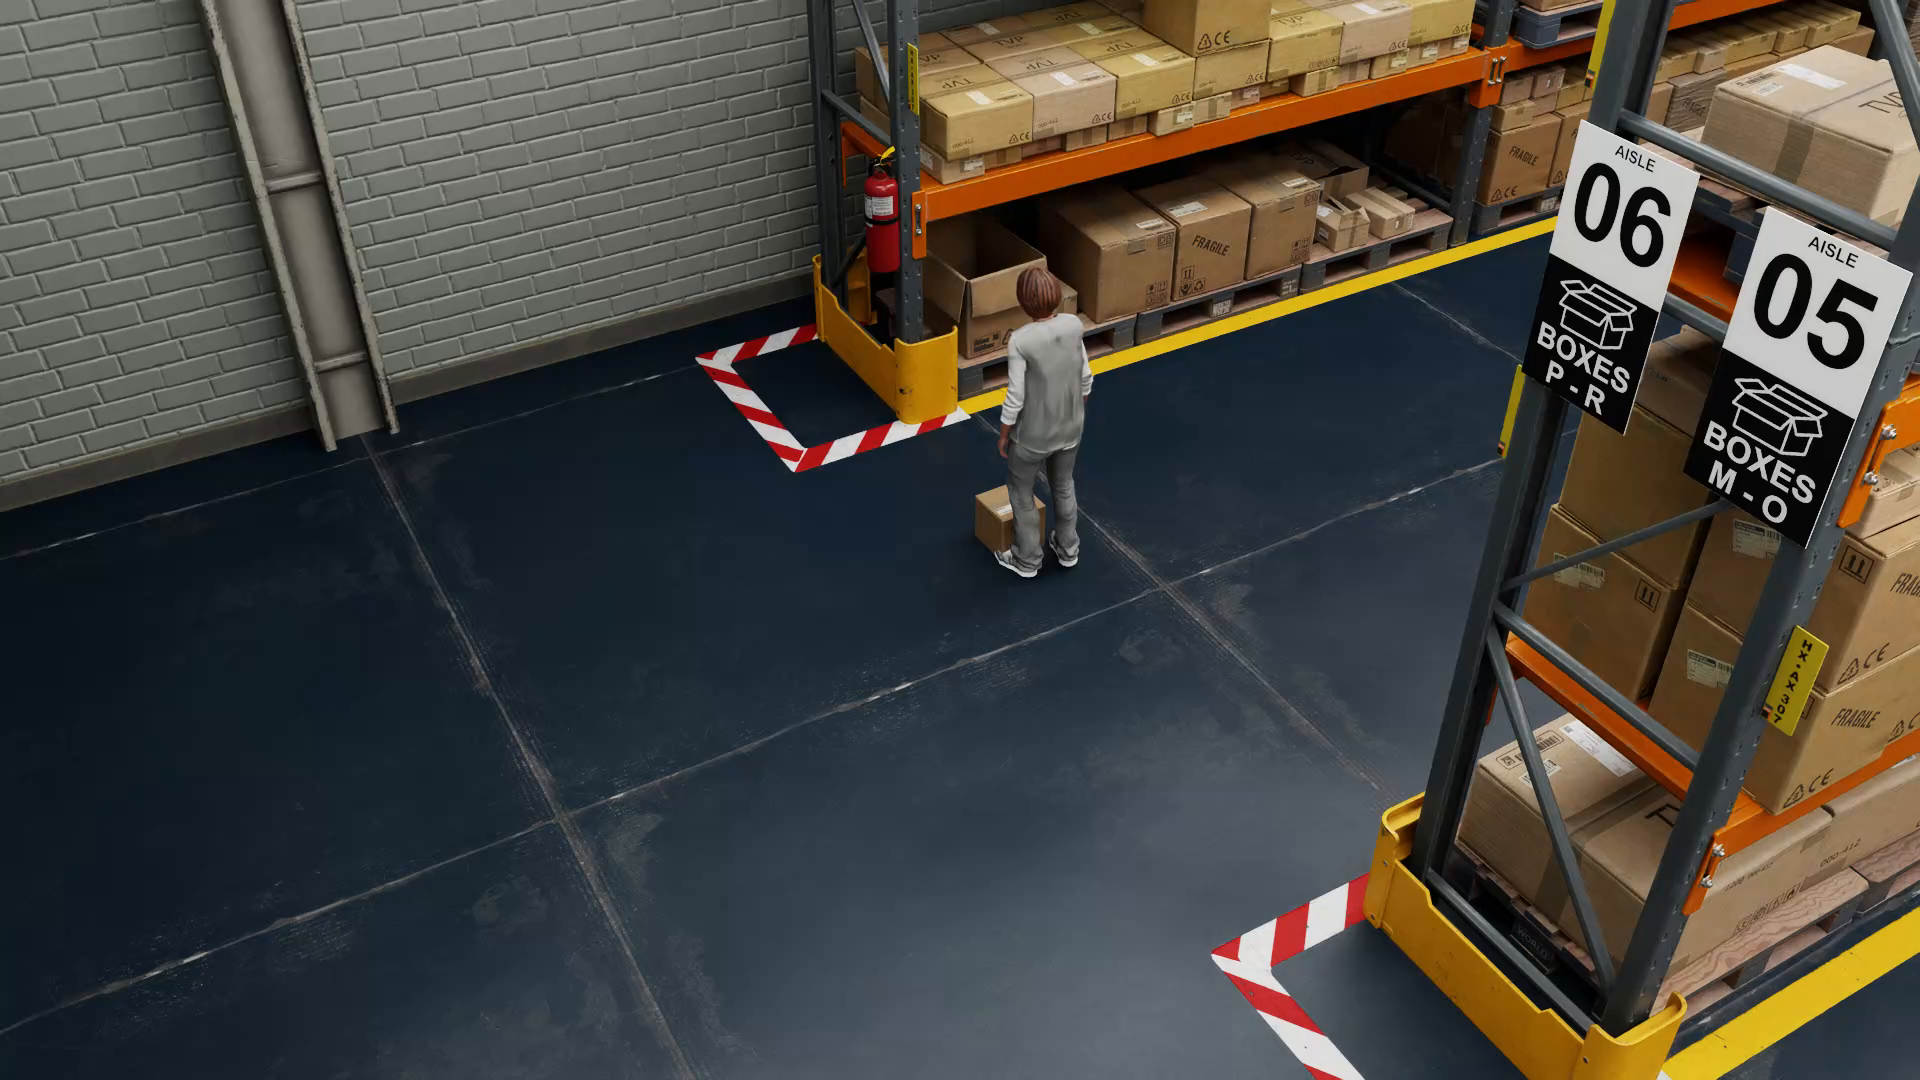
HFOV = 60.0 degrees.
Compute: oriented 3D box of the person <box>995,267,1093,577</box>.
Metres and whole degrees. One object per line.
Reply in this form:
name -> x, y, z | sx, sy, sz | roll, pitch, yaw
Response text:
person -> 0.374, -0.508, 7.601 | 0.459, 1.593, 0.369 | -19, 41, -23
